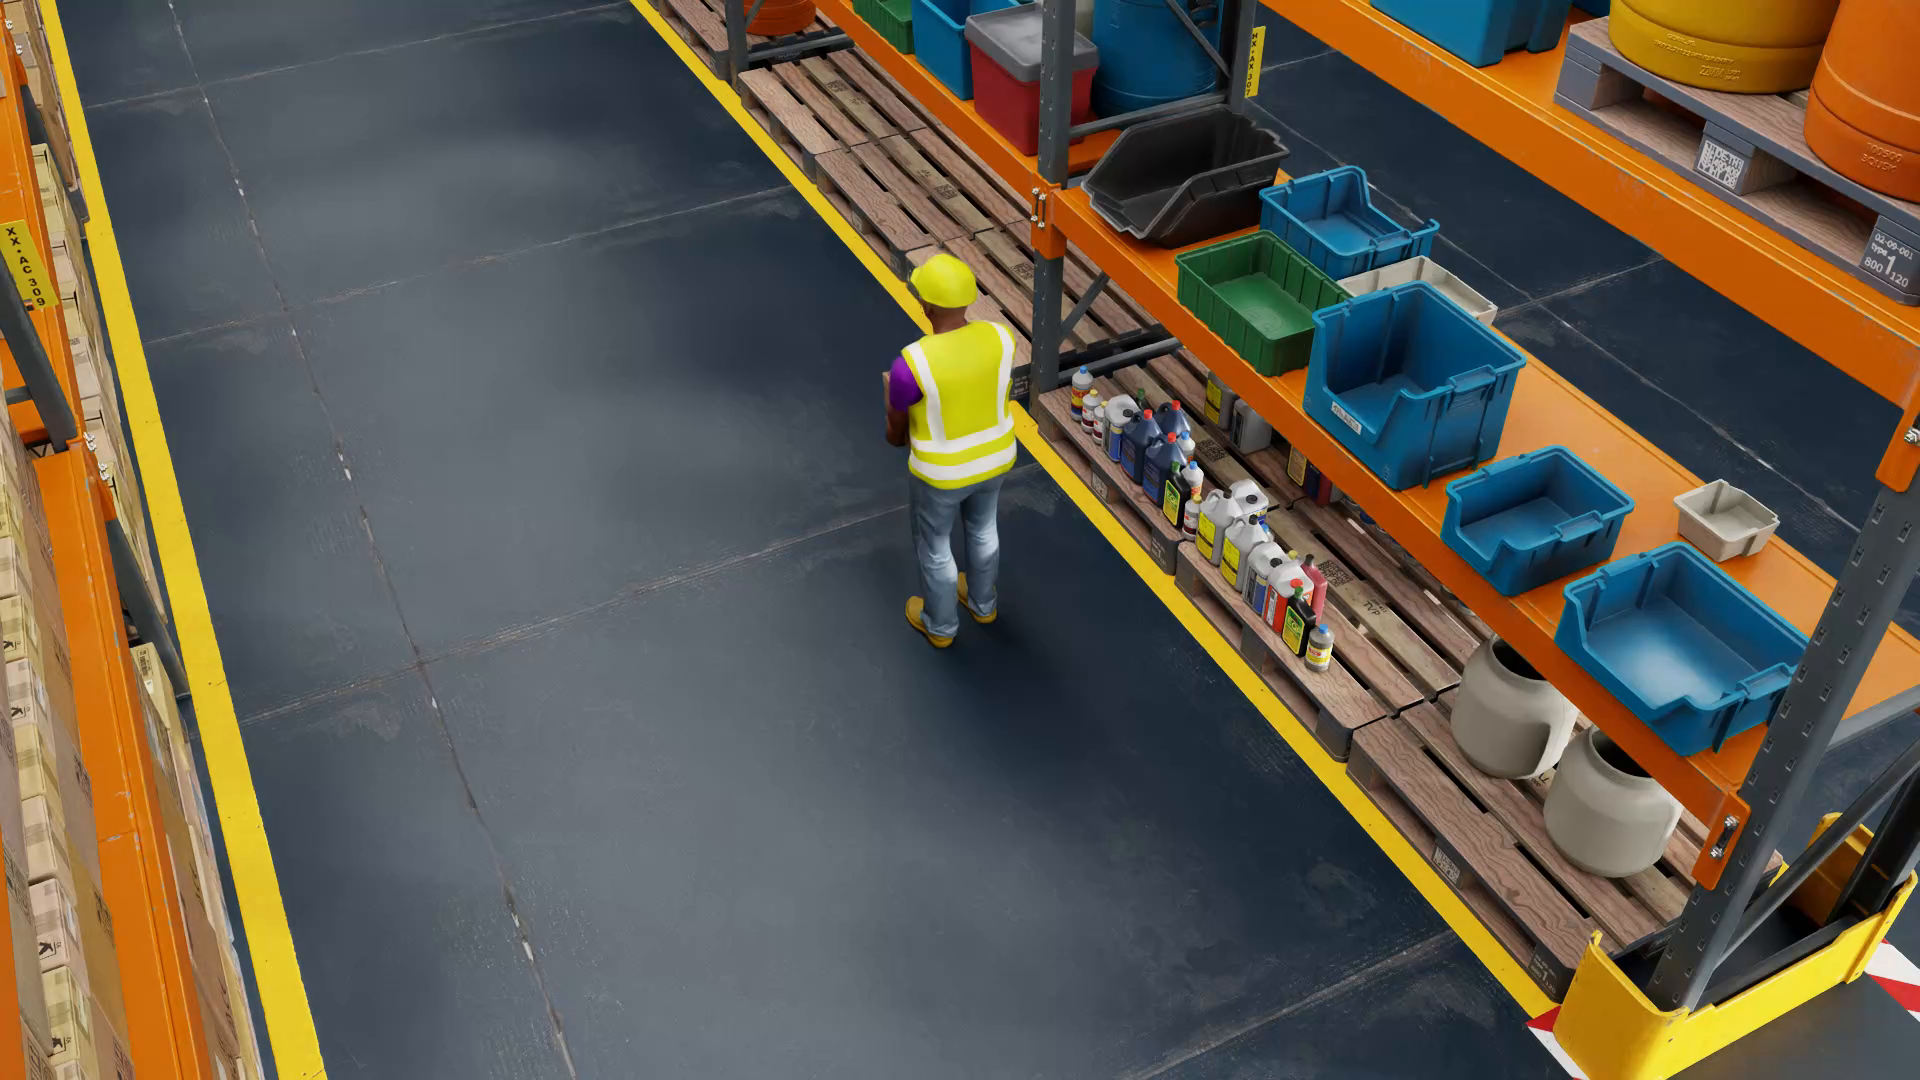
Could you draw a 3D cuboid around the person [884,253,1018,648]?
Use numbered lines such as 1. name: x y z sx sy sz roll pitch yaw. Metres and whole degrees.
1. person: -0.062 -0.369 6.570 0.504 1.758 0.581 -19 45 -21
